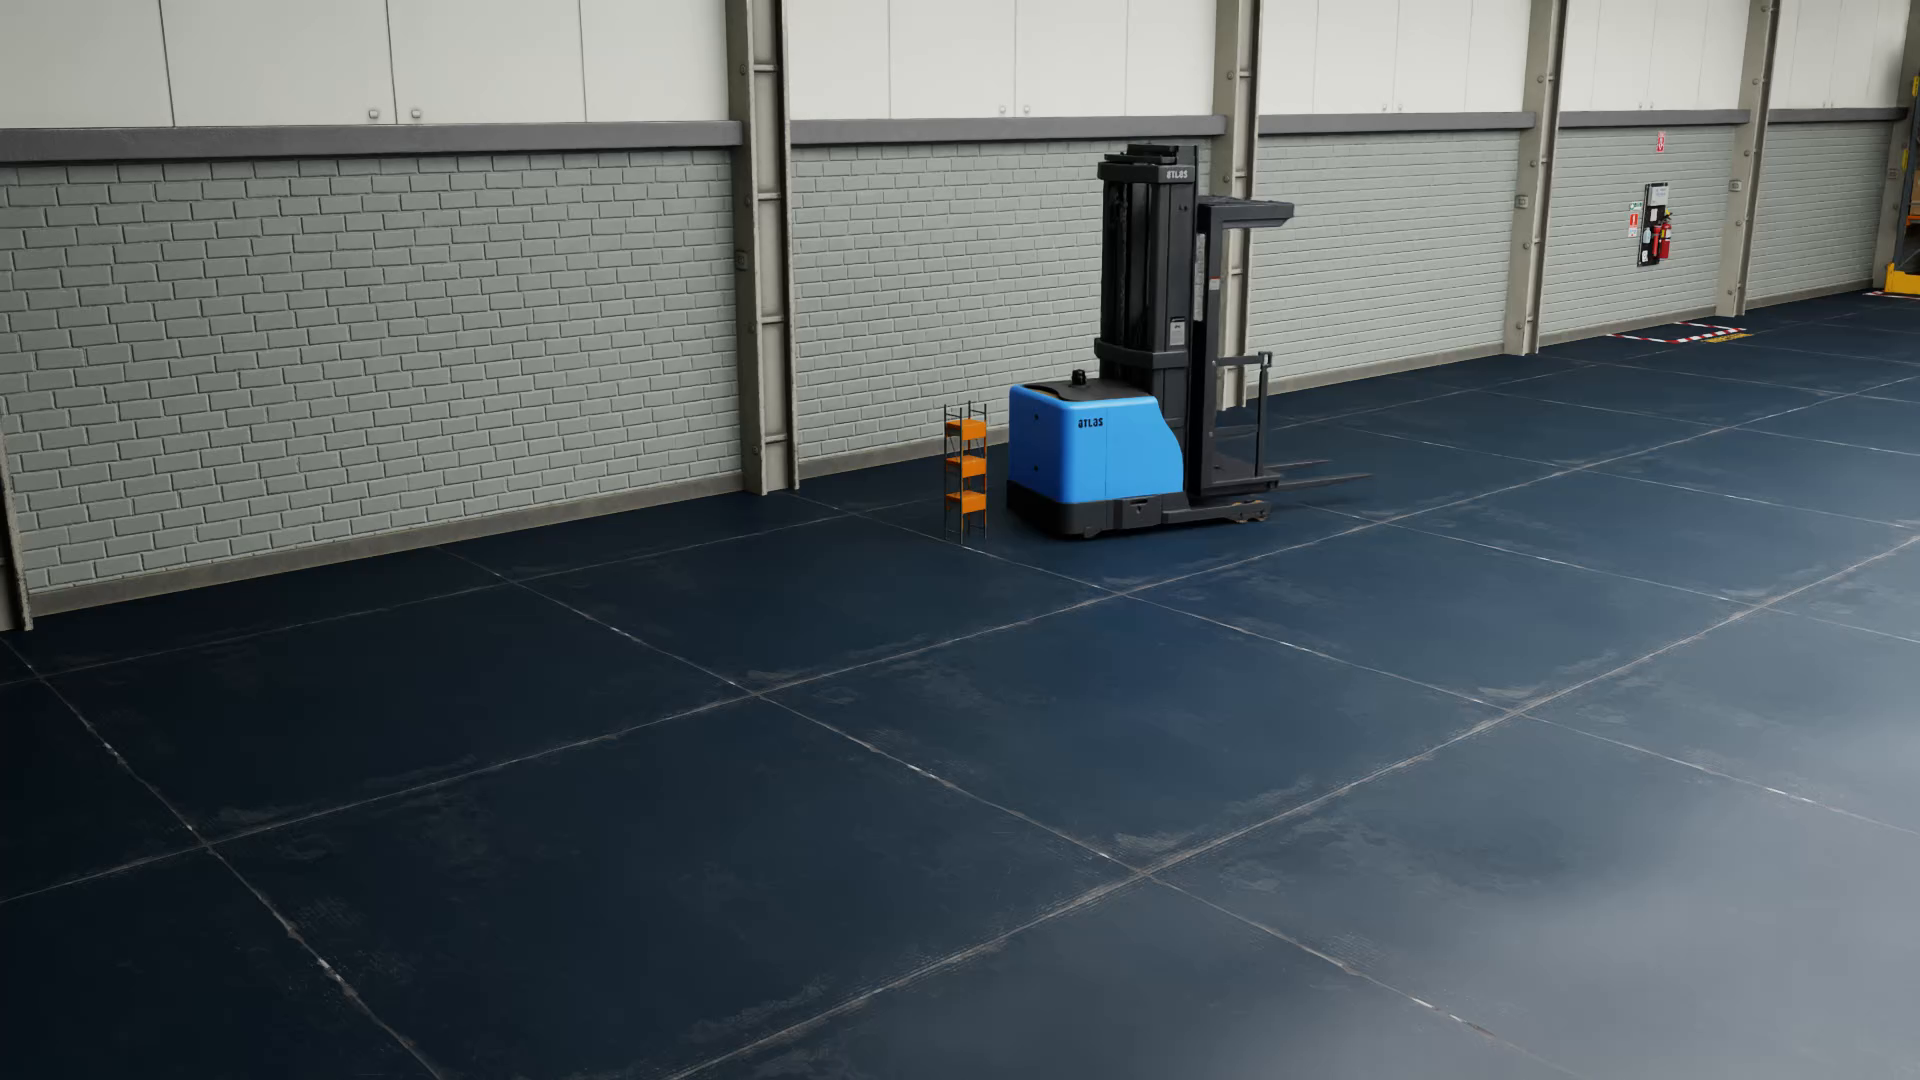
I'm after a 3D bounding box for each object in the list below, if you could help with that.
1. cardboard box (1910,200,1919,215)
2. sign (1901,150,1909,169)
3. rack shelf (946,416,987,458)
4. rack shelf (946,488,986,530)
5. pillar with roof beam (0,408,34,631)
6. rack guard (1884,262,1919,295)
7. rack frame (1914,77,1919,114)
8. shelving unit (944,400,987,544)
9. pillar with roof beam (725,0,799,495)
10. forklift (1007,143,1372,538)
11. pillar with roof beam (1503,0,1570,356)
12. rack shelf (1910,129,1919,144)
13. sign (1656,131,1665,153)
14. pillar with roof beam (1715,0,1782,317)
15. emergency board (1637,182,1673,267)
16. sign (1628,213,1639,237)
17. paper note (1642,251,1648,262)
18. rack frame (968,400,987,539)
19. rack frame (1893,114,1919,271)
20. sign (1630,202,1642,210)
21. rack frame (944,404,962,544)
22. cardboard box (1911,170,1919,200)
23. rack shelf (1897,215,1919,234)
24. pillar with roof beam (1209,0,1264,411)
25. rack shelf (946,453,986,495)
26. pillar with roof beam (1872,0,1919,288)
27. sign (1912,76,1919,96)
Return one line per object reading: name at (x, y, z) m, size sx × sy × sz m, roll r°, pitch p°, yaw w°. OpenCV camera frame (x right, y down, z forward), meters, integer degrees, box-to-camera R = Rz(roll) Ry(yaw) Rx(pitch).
cardboard box at (16.730, -5.726, 28.626) m, size 0.500 × 0.250 × 0.500 m, roll -12°, pitch 19°, yaw -39°
sign at (16.156, -6.495, 28.398) m, size 0.005 × 0.325 × 0.100 m, roll -13°, pitch 19°, yaw -39°
rack shelf at (0.040, -0.780, 12.578) m, size 0.240 × 0.259 × 0.215 m, roll -13°, pitch 19°, yaw -39°
rack shelf at (0.040, -0.238, 12.723) m, size 0.240 × 0.259 × 0.215 m, roll -13°, pitch 19°, yaw -39°
pillar with roof beam at (-3.340, -2.937, 6.308) m, size 0.400 × 9.000 × 9.100 m, roll -13°, pitch 19°, yaw -39°
rack guard at (16.562, -4.477, 28.542) m, size 0.348 × 0.500 × 1.175 m, roll -13°, pitch 19°, yaw -39°
rack frame at (16.505, -8.570, 27.397) m, size 0.127 × 3.000 × 1.000 m, roll -13°, pitch 19°, yaw -39°
shelving unit at (0.040, -0.516, 12.648) m, size 0.252 × 1.050 × 0.215 m, roll -13°, pitch 19°, yaw -39°
pillar with roof beam at (1.186, -3.953, 10.113) m, size 0.400 × 9.000 × 9.100 m, roll -13°, pitch 19°, yaw -39°
forklift at (1.939, -1.664, 13.300) m, size 3.031 × 2.935 × 1.130 m, roll -7°, pitch 16°, yaw -24°
pillar with roof beam at (10.239, -5.986, 17.723) m, size 0.400 × 9.000 × 9.100 m, roll -13°, pitch 19°, yaw -39°
rack shelf at (18.014, -7.112, 29.145) m, size 4.000 × 0.370 × 1.077 m, roll -13°, pitch 19°, yaw -39°
sign at (9.978, -5.669, 23.669) m, size 0.199 × 0.298 × 0.001 m, roll -13°, pitch 19°, yaw -39°
pillar with roof beam at (14.765, -7.003, 21.529) m, size 0.400 × 9.000 × 9.100 m, roll -13°, pitch 19°, yaw -39°
emergency board at (10.050, -4.531, 23.901) m, size 0.643 × 1.169 × 0.194 m, roll -13°, pitch 19°, yaw -39°
sign at (9.565, -4.475, 23.621) m, size 0.234 × 0.329 × 0.001 m, roll -13°, pitch 19°, yaw -39°
paper note at (9.871, -4.089, 23.953) m, size 0.142 × 0.148 × 0.016 m, roll -13°, pitch 19°, yaw -39°
rack frame at (0.132, -0.537, 12.726) m, size 0.008 × 1.050 × 0.200 m, roll -13°, pitch 19°, yaw -39°
rack frame at (16.505, -5.672, 28.171) m, size 0.127 × 3.000 × 1.000 m, roll -13°, pitch 19°, yaw -39°
sign at (9.574, -4.730, 23.549) m, size 0.331 × 0.109 × 0.001 m, roll -13°, pitch 19°, yaw -39°
rack frame at (-0.052, -0.496, 12.571) m, size 0.008 × 1.050 × 0.200 m, roll -13°, pitch 19°, yaw -39°
cardboard box at (16.721, -6.093, 28.545) m, size 0.500 × 0.500 × 0.500 m, roll -13°, pitch 20°, yaw -40°
rack shelf at (18.014, -5.663, 29.533) m, size 4.000 × 0.370 × 1.077 m, roll -13°, pitch 19°, yaw -39°
pillar with roof beam at (5.712, -4.970, 13.918) m, size 0.400 × 9.000 × 9.100 m, roll -13°, pitch 19°, yaw -39°
rack shelf at (0.040, -0.506, 12.651) m, size 0.240 × 0.259 × 0.215 m, roll -13°, pitch 19°, yaw -39°
pillar with roof beam at (19.291, -8.019, 25.334) m, size 0.400 × 9.000 × 9.100 m, roll -13°, pitch 19°, yaw -39°
sign at (16.156, -7.660, 28.087) m, size 0.005 × 0.325 × 0.100 m, roll -13°, pitch 19°, yaw -39°
